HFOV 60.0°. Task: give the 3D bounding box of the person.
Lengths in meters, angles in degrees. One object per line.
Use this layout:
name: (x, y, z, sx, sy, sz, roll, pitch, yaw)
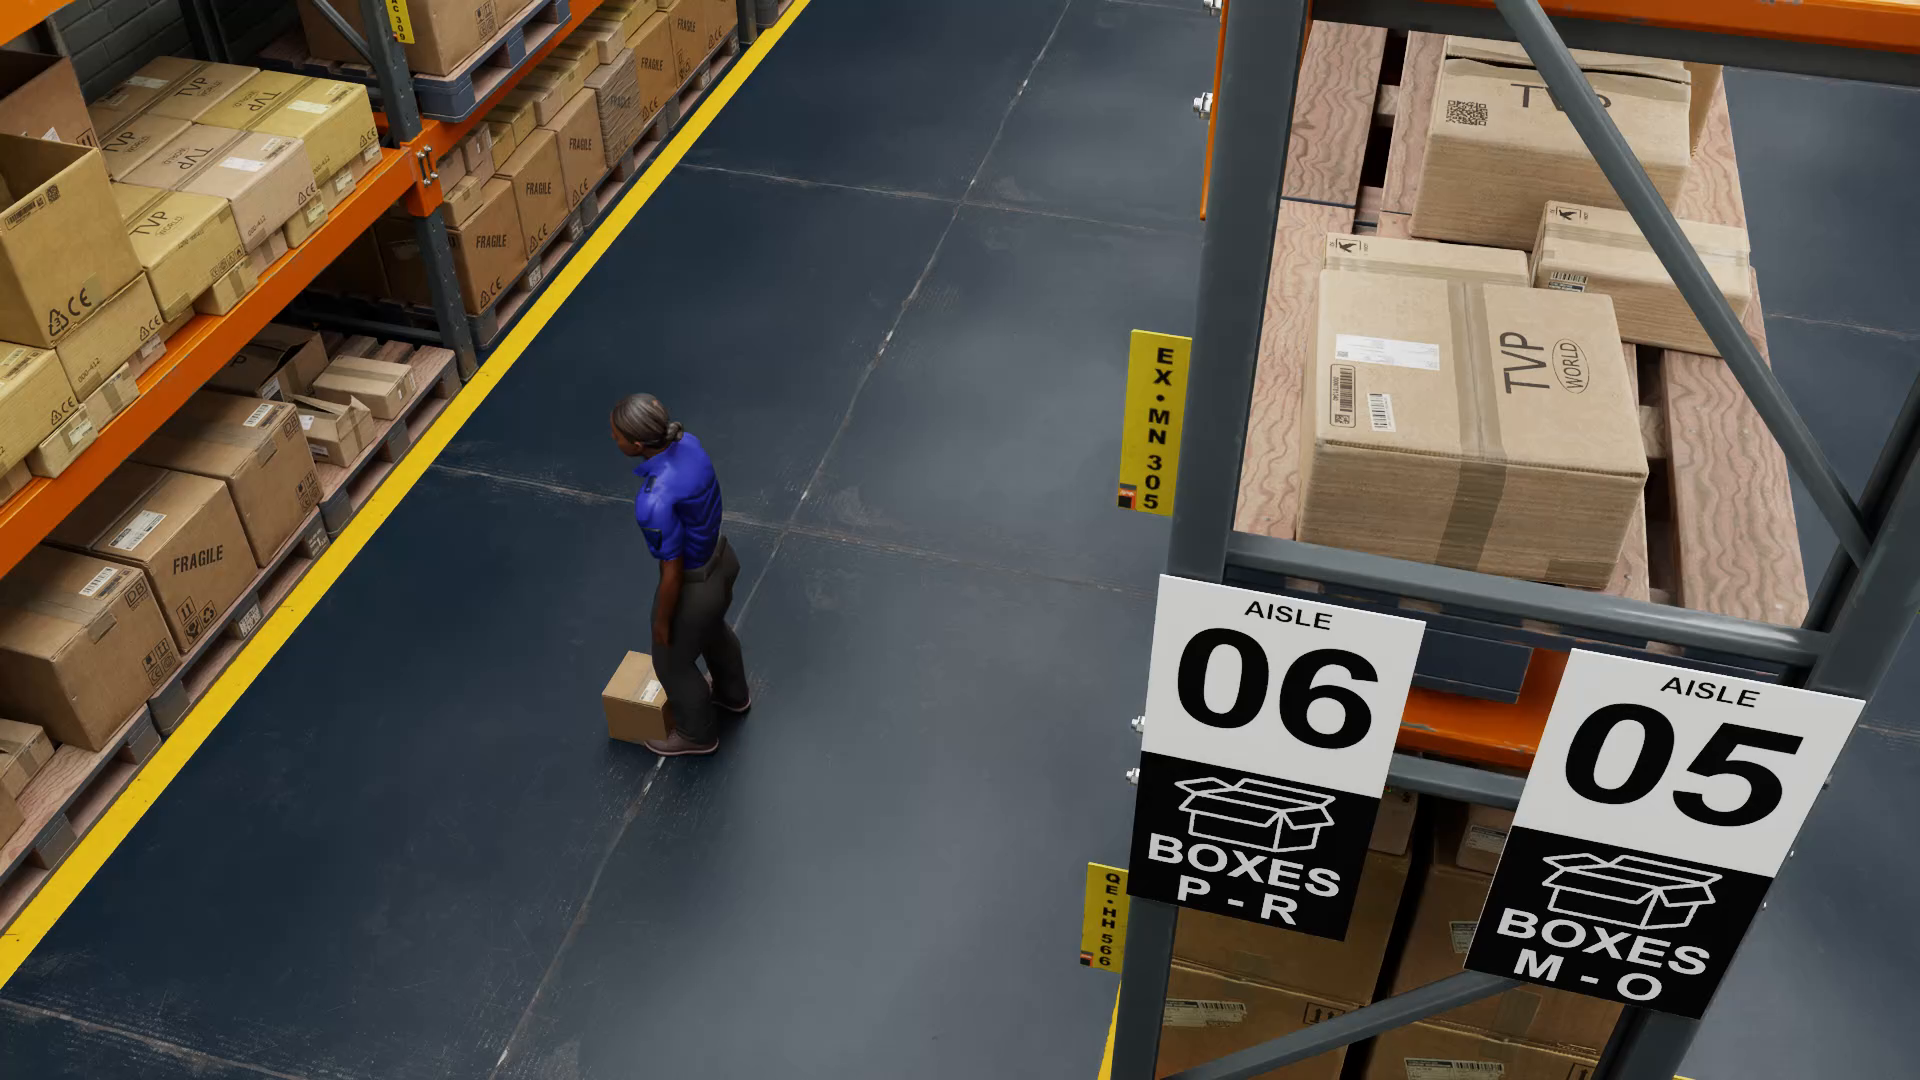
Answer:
person: (-1.015, 0.133, 6.012, 0.403, 1.653, 0.530, 8, 42, 9)
